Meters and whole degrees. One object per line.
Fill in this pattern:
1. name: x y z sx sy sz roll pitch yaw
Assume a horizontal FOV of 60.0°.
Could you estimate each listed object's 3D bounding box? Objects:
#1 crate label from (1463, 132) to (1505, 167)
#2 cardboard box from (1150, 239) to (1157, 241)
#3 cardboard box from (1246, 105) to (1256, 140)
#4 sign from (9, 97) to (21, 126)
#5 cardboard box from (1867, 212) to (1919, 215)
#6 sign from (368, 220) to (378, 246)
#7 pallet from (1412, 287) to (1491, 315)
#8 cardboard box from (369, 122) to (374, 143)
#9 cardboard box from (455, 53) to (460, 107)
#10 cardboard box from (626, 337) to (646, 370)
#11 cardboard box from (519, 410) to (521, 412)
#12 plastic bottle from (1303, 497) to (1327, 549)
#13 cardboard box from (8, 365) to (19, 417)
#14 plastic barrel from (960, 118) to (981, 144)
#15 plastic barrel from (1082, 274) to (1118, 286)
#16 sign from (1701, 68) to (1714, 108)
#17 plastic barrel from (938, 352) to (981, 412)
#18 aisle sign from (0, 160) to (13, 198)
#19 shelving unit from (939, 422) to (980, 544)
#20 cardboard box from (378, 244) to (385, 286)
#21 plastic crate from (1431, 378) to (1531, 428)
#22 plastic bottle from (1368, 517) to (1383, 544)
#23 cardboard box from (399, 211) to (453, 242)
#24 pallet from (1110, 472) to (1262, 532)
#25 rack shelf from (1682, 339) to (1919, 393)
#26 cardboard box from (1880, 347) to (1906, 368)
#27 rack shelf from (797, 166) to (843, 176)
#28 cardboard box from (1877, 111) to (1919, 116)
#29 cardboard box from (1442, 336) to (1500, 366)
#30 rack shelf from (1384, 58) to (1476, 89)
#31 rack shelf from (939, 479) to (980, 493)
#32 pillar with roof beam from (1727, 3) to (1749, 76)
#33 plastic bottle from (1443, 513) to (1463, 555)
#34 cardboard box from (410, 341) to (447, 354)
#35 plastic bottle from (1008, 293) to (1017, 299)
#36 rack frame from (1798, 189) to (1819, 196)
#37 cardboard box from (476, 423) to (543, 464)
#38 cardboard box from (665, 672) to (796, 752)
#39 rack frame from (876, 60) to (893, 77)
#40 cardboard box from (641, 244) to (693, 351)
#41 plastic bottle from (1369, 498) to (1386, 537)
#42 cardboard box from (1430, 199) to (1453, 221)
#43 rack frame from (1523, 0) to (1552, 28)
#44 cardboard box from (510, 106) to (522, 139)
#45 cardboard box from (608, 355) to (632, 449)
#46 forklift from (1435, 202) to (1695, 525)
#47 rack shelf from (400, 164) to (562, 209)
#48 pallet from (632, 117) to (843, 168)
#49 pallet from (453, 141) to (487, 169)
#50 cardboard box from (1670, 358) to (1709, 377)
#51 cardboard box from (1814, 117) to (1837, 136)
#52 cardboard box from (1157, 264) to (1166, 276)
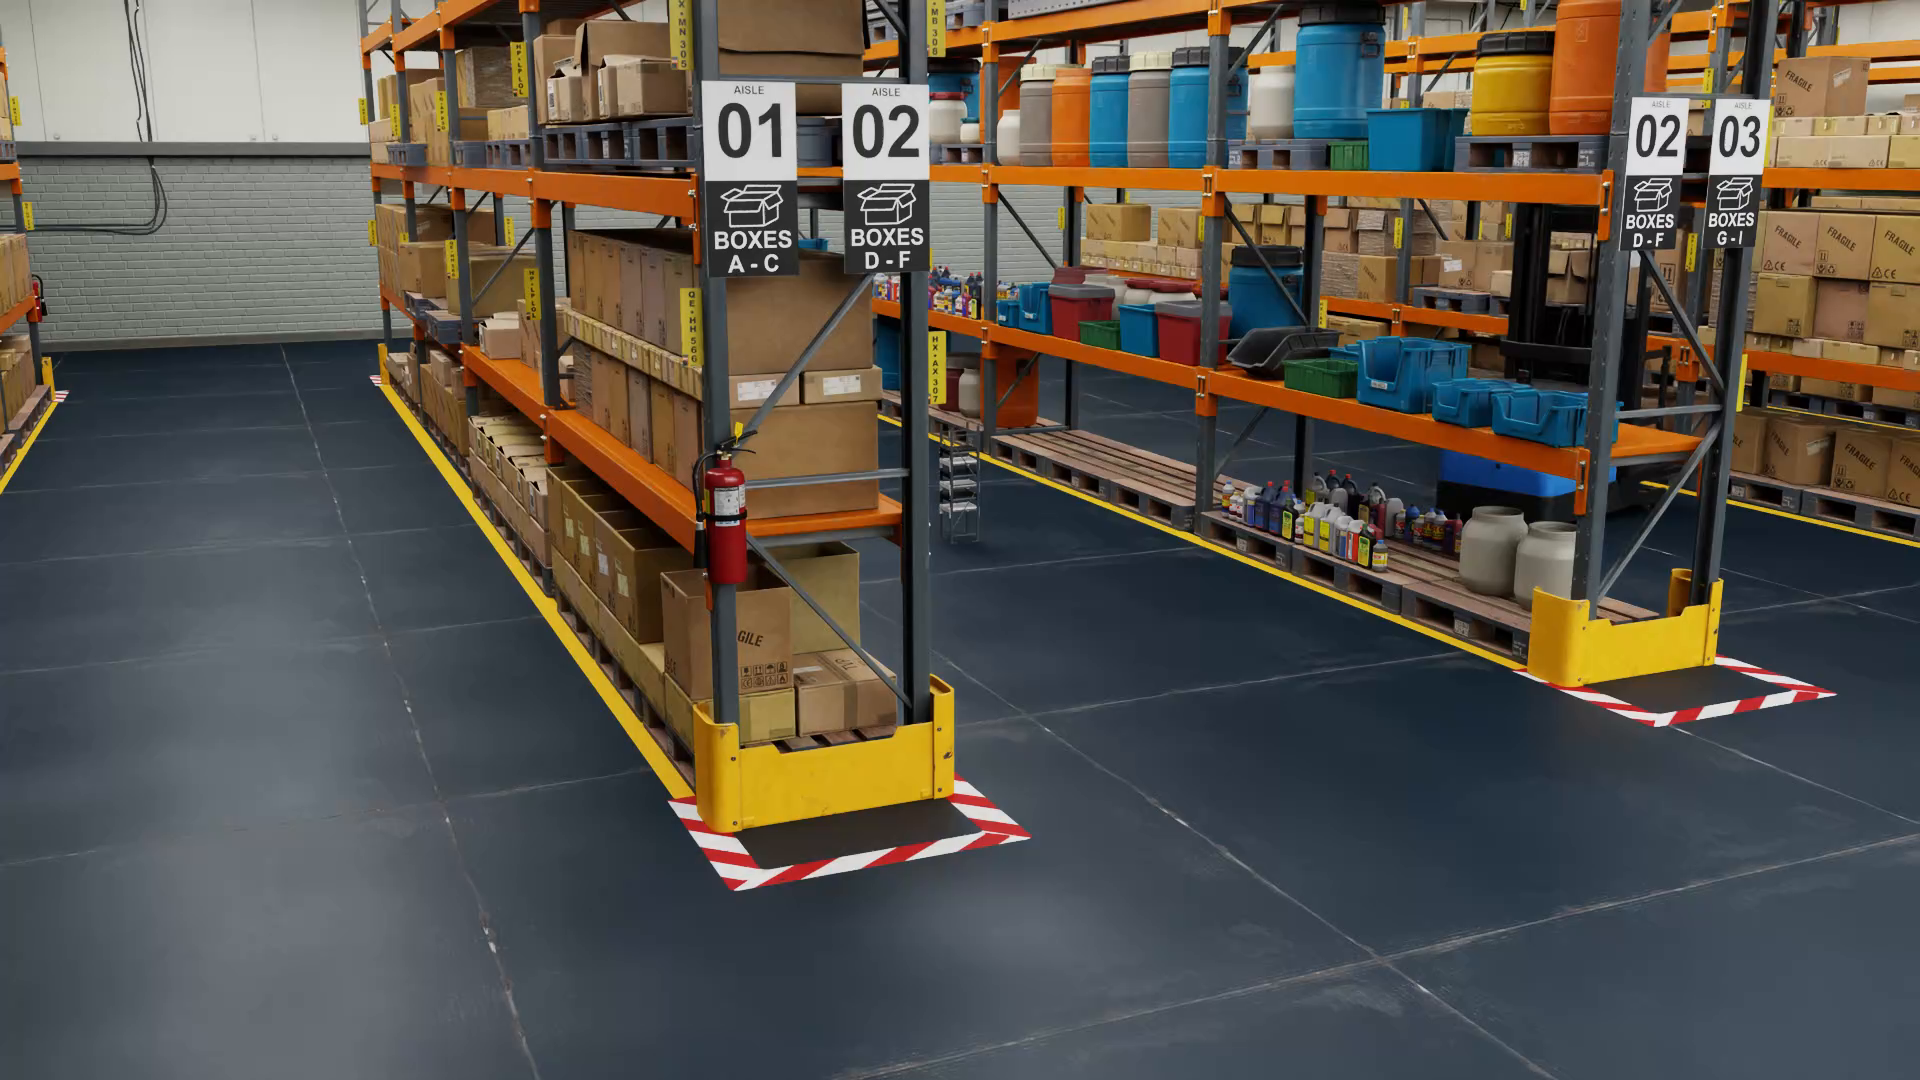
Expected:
1. crate label: 3.473 -2.514 10.758 0.502 0.251 0.408 -6 14 -23
2. cardboard box: 2.893 -4.247 24.242 0.500 0.250 0.500 -6 14 -25
3. cardboard box: 3.892 -5.231 21.014 0.700 0.500 0.500 -5 14 -22
4. sign: -11.064 -5.020 19.466 0.100 0.325 0.005 -6 14 -23
5. cardboard box: 7.689 -2.389 13.439 0.500 0.500 0.500 -6 14 -23
6. sign: -7.527 -3.940 21.323 0.100 0.325 0.005 -6 14 -23
7. pallet: 5.636 -2.578 17.781 1.213 0.211 1.003 -6 14 -23
8. cardboard box: -7.062 -5.070 20.695 0.500 0.250 0.500 -6 14 -23
9. cardboard box: -4.403 -4.214 15.331 0.500 0.500 0.500 -6 14 -23
10. cardboard box: -1.571 -1.009 8.916 0.380 0.149 0.250 -6 14 -24
11. cardboard box: -3.746 -1.031 15.241 0.500 0.500 0.500 -5 14 -21
12. plastic bottle: 2.506 -0.128 11.669 0.144 0.351 0.185 -6 14 -23
13. cardboard box: -10.369 -1.548 17.517 0.700 0.500 0.500 -6 14 -24
14. plastic barrel: 0.151 -4.168 16.951 0.301 0.262 0.301 0 13 0
15. plastic barrel: 1.323 -2.223 15.573 0.421 0.512 0.421 0 13 0
16. sign: 6.348 -3.837 14.122 0.100 0.325 0.005 -6 14 -23
17. plastic barrel: 0.051 -1.724 18.084 0.600 0.588 0.708 -6 14 -23
18. aisle sign: -11.321 -4.428 19.584 0.394 0.787 0.004 -6 14 -23
19. shelving unit: -0.003 -0.440 12.776 0.258 0.900 0.210 -6 14 -23
20. cardboard box: -7.093 -3.501 21.122 0.500 0.500 0.500 -5 14 -22
21. plastic crate: 3.190 -0.847 10.208 0.499 0.251 0.408 -6 14 -23
22. plastic bottle: 2.804 -0.004 11.282 0.061 0.283 0.133 -6 14 -23
23. cardboard box: -5.867 -3.358 18.288 0.500 0.500 0.500 -6 14 -23
24. pallet: 1.967 -0.335 13.851 1.003 0.211 1.213 -6 14 -23
25. rack shelf: 7.657 -1.219 13.079 1.077 0.370 4.000 -6 14 -23
26. cardboard box: 7.421 -1.432 12.963 0.380 0.149 0.250 -6 14 -23
27. rack shelf: -1.688 -4.712 21.520 1.077 0.370 4.000 -6 14 -23
28. cardboard box: 10.333 -4.528 18.175 0.500 0.311 0.500 -6 14 -24
29. cardboard box: 5.549 -2.035 17.915 0.500 0.250 0.500 -5 14 -21
30. rack shelf: 7.435 -7.046 24.960 1.077 0.370 4.000 -6 14 -23
31. rack shelf: -0.003 -0.408 12.783 0.258 0.077 0.200 -6 14 -23
32. pillar with roof beam: 11.477 -8.978 31.705 9.100 9.000 0.400 -6 14 -23
33. plastic bottle: 3.405 -0.051 11.485 0.061 0.283 0.133 -5 14 -22
34. cardboard box: -6.185 -2.127 19.969 0.797 0.503 0.637 -6 14 -23
35. plastic bottle: 0.546 -2.464 17.303 0.097 0.201 0.097 0 13 0
36. rack frame: 15.675 -5.806 31.303 1.000 3.000 0.127 -6 14 -23
37. cardboard box: -3.666 -0.811 13.643 0.500 0.311 0.500 -6 14 -24
38. cardboard box: -1.106 0.789 7.976 0.500 0.250 0.500 -6 14 -23
39. rack frame: -0.887 -6.111 19.315 1.000 3.000 0.127 -6 14 -23
40. cardboard box: -1.235 -1.264 8.578 0.700 0.500 0.500 -6 14 -23
41. plastic bottle: 3.010 -0.169 11.996 0.061 0.283 0.133 -6 14 -23
42. cardboard box: 7.396 -5.029 24.848 0.500 0.500 0.500 -5 14 -21
43. rack frame: 8.236 -6.985 23.093 1.000 3.000 0.127 -6 14 -23
44. cardboard box: -3.146 -3.193 12.763 0.500 0.250 0.500 -6 14 -24
45. cardboard box: -1.625 -0.834 9.598 0.700 0.500 0.500 -5 14 -22
46. forklift: 5.352 -1.762 13.984 3.031 2.935 1.130 -11 17 -40
47. rack shelf: -4.626 -3.439 16.019 1.077 0.370 4.000 -6 14 -23
48. pallet: -0.880 -1.829 7.663 1.003 0.211 1.213 -6 14 -23
49. pallet: -3.471 -3.152 13.603 1.213 0.211 1.003 -5 14 -20
50. cardboard box: 9.335 -2.335 20.919 0.500 0.500 0.500 -6 14 -23
51. cardboard box: 7.100 -3.316 13.342 0.380 0.149 0.250 -5 14 -21
52. cardboard box: 2.920 -3.706 22.786 0.380 0.149 0.250 -5 14 -22
